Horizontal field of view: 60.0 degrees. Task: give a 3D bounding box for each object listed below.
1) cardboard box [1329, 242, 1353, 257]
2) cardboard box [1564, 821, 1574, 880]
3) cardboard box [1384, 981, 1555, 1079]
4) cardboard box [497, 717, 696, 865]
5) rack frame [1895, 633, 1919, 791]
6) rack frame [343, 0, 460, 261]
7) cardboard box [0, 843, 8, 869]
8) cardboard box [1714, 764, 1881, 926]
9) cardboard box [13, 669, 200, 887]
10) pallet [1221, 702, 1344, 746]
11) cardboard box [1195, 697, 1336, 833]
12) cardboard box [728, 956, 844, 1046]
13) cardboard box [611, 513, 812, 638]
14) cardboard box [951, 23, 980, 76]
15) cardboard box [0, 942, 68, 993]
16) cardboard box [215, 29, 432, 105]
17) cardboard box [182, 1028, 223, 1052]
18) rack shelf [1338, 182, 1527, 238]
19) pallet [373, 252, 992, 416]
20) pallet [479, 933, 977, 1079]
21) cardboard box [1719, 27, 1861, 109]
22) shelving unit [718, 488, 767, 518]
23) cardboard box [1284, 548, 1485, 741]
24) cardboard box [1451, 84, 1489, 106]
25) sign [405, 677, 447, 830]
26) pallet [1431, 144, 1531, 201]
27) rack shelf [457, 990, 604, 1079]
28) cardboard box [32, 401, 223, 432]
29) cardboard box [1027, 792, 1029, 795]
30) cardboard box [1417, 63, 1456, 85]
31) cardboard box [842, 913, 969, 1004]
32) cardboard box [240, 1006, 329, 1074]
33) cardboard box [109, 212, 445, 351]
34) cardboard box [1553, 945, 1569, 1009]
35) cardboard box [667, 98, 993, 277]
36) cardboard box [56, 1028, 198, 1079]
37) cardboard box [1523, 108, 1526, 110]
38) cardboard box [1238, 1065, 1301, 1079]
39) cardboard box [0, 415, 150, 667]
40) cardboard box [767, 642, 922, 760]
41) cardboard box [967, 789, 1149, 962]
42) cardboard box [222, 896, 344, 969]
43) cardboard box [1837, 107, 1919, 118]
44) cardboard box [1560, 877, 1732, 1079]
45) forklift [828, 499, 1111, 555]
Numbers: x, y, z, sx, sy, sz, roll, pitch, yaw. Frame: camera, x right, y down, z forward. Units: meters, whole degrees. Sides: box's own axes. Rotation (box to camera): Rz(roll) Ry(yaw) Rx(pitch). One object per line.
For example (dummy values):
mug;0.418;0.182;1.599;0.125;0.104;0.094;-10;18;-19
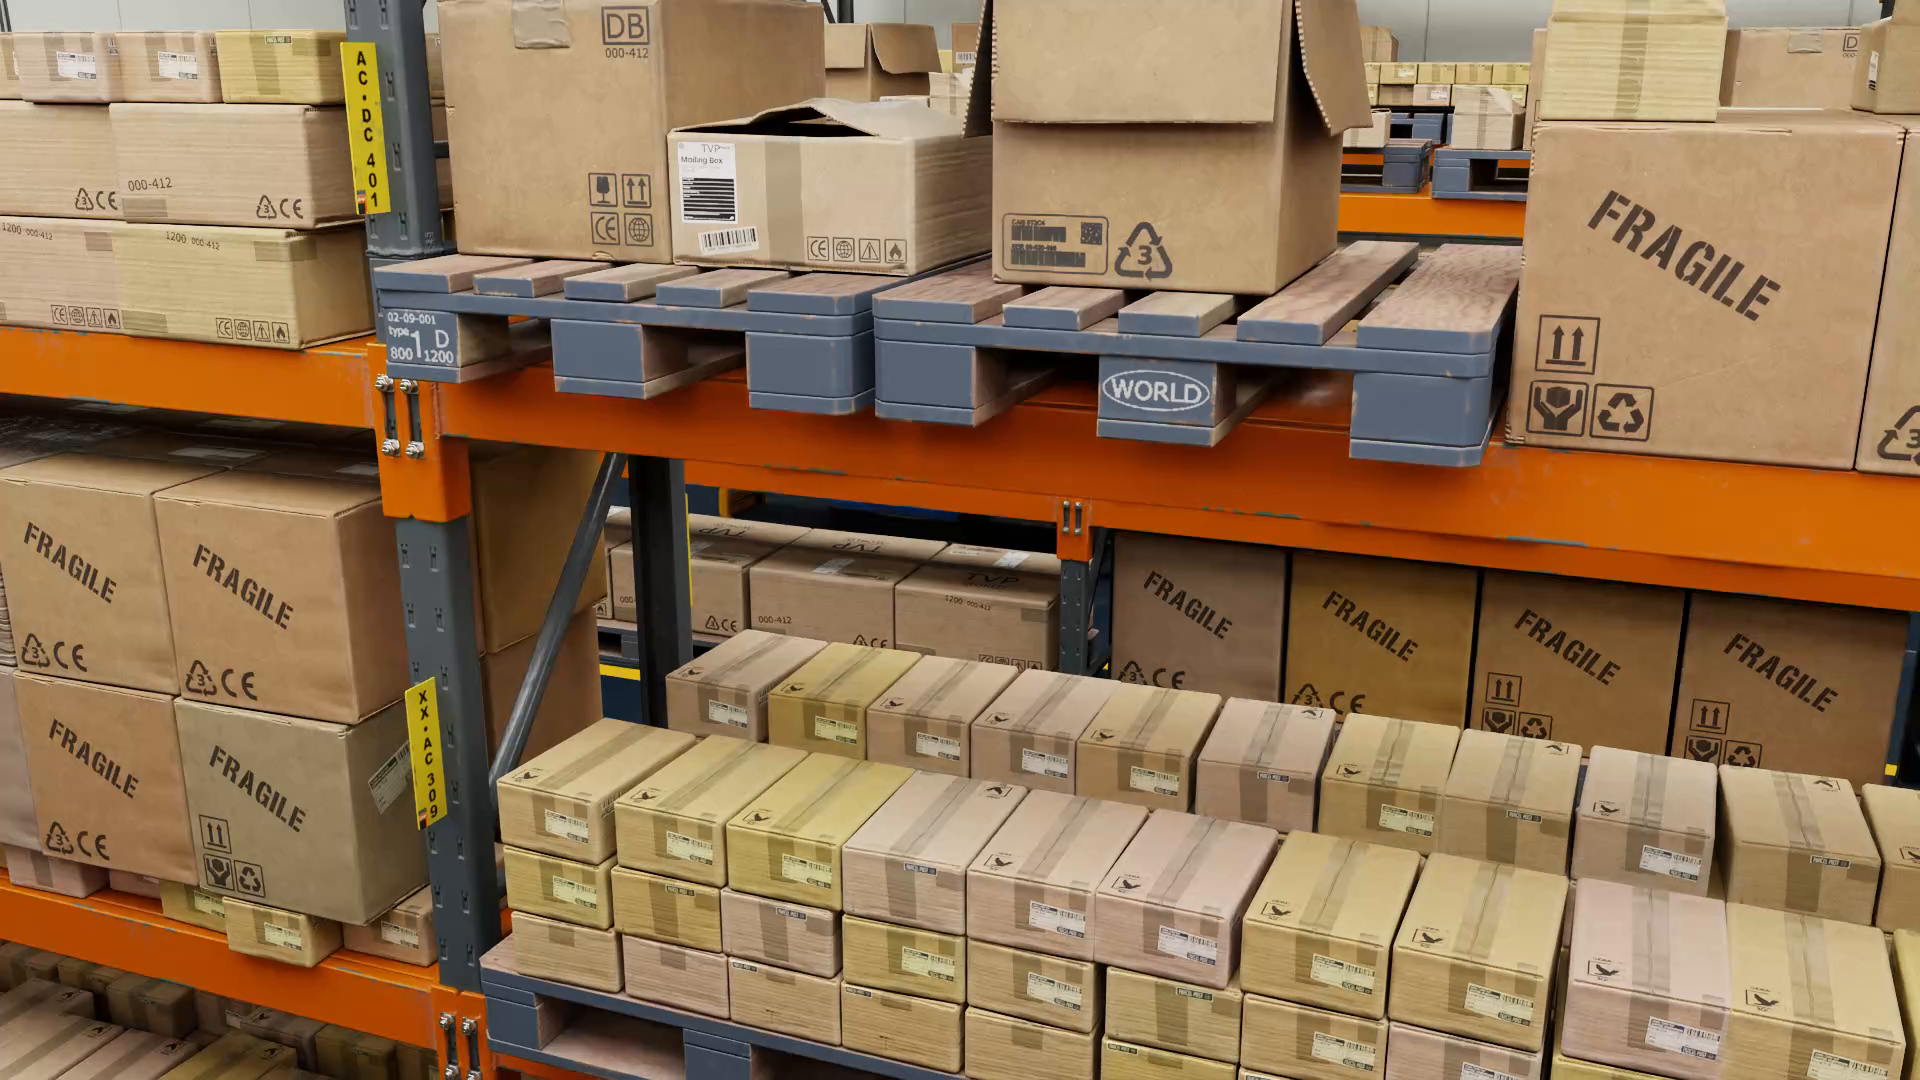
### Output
cardboard box;2.937;-1.983;12.692;0.500;0.500;0.700;7;18;22
cardboard box;1.175;0.693;3.569;0.250;0.149;0.380;6;17;20
cardboard box;0.922;0.862;2.987;0.250;0.149;0.380;7;18;22
cardboard box;-0.774;0.534;3.585;0.250;0.149;0.380;7;18;23
rack frame;4.472;-0.144;7.290;0.127;3.000;1.000;6;17;21
rack frame;-0.971;-2.140;3.405;0.127;3.000;1.000;6;17;21
cardboard box;-2.541;0.759;4.628;0.250;0.149;0.380;6;17;20
cardboard box;1.667;0.606;3.338;0.250;0.149;0.380;6;17;18
cardboard box;-2.008;0.520;4.288;0.500;0.500;0.500;6;17;19
pallet;1.496;0.845;8.883;1.213;0.211;1.003;6;17;21
cardboard box;0.686;0.498;3.708;0.250;0.149;0.380;5;17;18
cardboard box;-0.283;0.873;3.484;0.250;0.149;0.380;6;17;21
cardboard box;-1.465;0.199;9.949;0.875;0.438;0.875;7;18;22
cardboard box;0.281;-2.406;8.589;0.500;0.500;0.500;7;17;22
cardboard box;-2.914;1.348;5.444;0.250;0.149;0.380;6;17;19
cardboard box;-1.363;-1.020;3.584;0.250;0.149;0.380;5;17;18
cardboard box;-2.197;1.565;5.231;0.250;0.149;0.380;7;18;23
rack shelf;2.611;-1.444;7.676;4.000;0.370;1.077;6;17;21
pallet;-0.436;-0.519;3.537;1.003;0.211;1.213;6;17;21
pallet;-0.314;0.949;3.869;1.213;0.211;1.003;6;17;21
cardboard box;3.481;-1.886;6.978;0.500;0.500;0.700;5;17;18
shelving unit;-1.232;-0.887;12.540;1.083;1.500;0.587;7;18;24
cardboard box;2.200;0.399;8.478;0.875;0.875;0.875;7;18;22
cardboard box;3.652;-3.173;11.861;0.250;0.149;0.380;6;17;20
sign;-1.163;0.467;3.633;0.005;0.325;0.100;6;17;21
pallet;2.812;-1.660;7.469;1.213;0.211;1.003;7;18;23
rack shelf;0.889;1.291;3.637;4.000;0.370;1.077;6;17;21
cardboard box;-2.247;-0.148;4.797;0.500;0.500;0.500;7;17;22
cardboard box;0.203;0.586;3.938;0.250;0.149;0.380;6;17;19
cardboard box;3.429;-3.344;11.916;0.250;0.149;0.380;6;17;20
cardboard box;-0.049;0.755;3.355;0.250;0.149;0.380;5;17;18
cardboard box;-1.955;1.456;5.070;0.250;0.149;0.380;6;17;19
cardboard box;-1.527;-0.608;3.776;0.500;0.250;0.500;7;17;22
cardboard box;1.407;0.862;3.521;0.250;0.149;0.380;7;18;22
cardboard box;-0.230;-0.714;3.279;0.500;0.311;0.500;6;17;20
cardboard box;-2.383;1.564;4.700;0.250;0.149;0.380;5;17;18
cardboard box;2.565;-1.929;7.723;0.250;0.166;0.380;8;18;25
cardboard box;0.676;0.978;3.121;0.250;0.149;0.380;5;17;18
cardboard box;-2.462;-0.016;4.341;0.500;0.500;0.500;7;18;22
cardboard box;-0.276;0.392;4.074;0.250;0.149;0.380;6;17;19
cardboard box;0.195;0.640;3.220;0.250;0.149;0.380;6;17;20
cardboard box;-1.603;0.895;4.161;0.250;0.149;0.380;6;17;19
cardboard box;1.848;-0.515;3.008;0.500;0.500;0.500;6;17;21
cardboard box;1.177;0.747;2.852;0.250;0.149;0.380;6;17;21
forklift;0.607;-1.314;11.442;3.031;2.935;1.130;7;18;24
